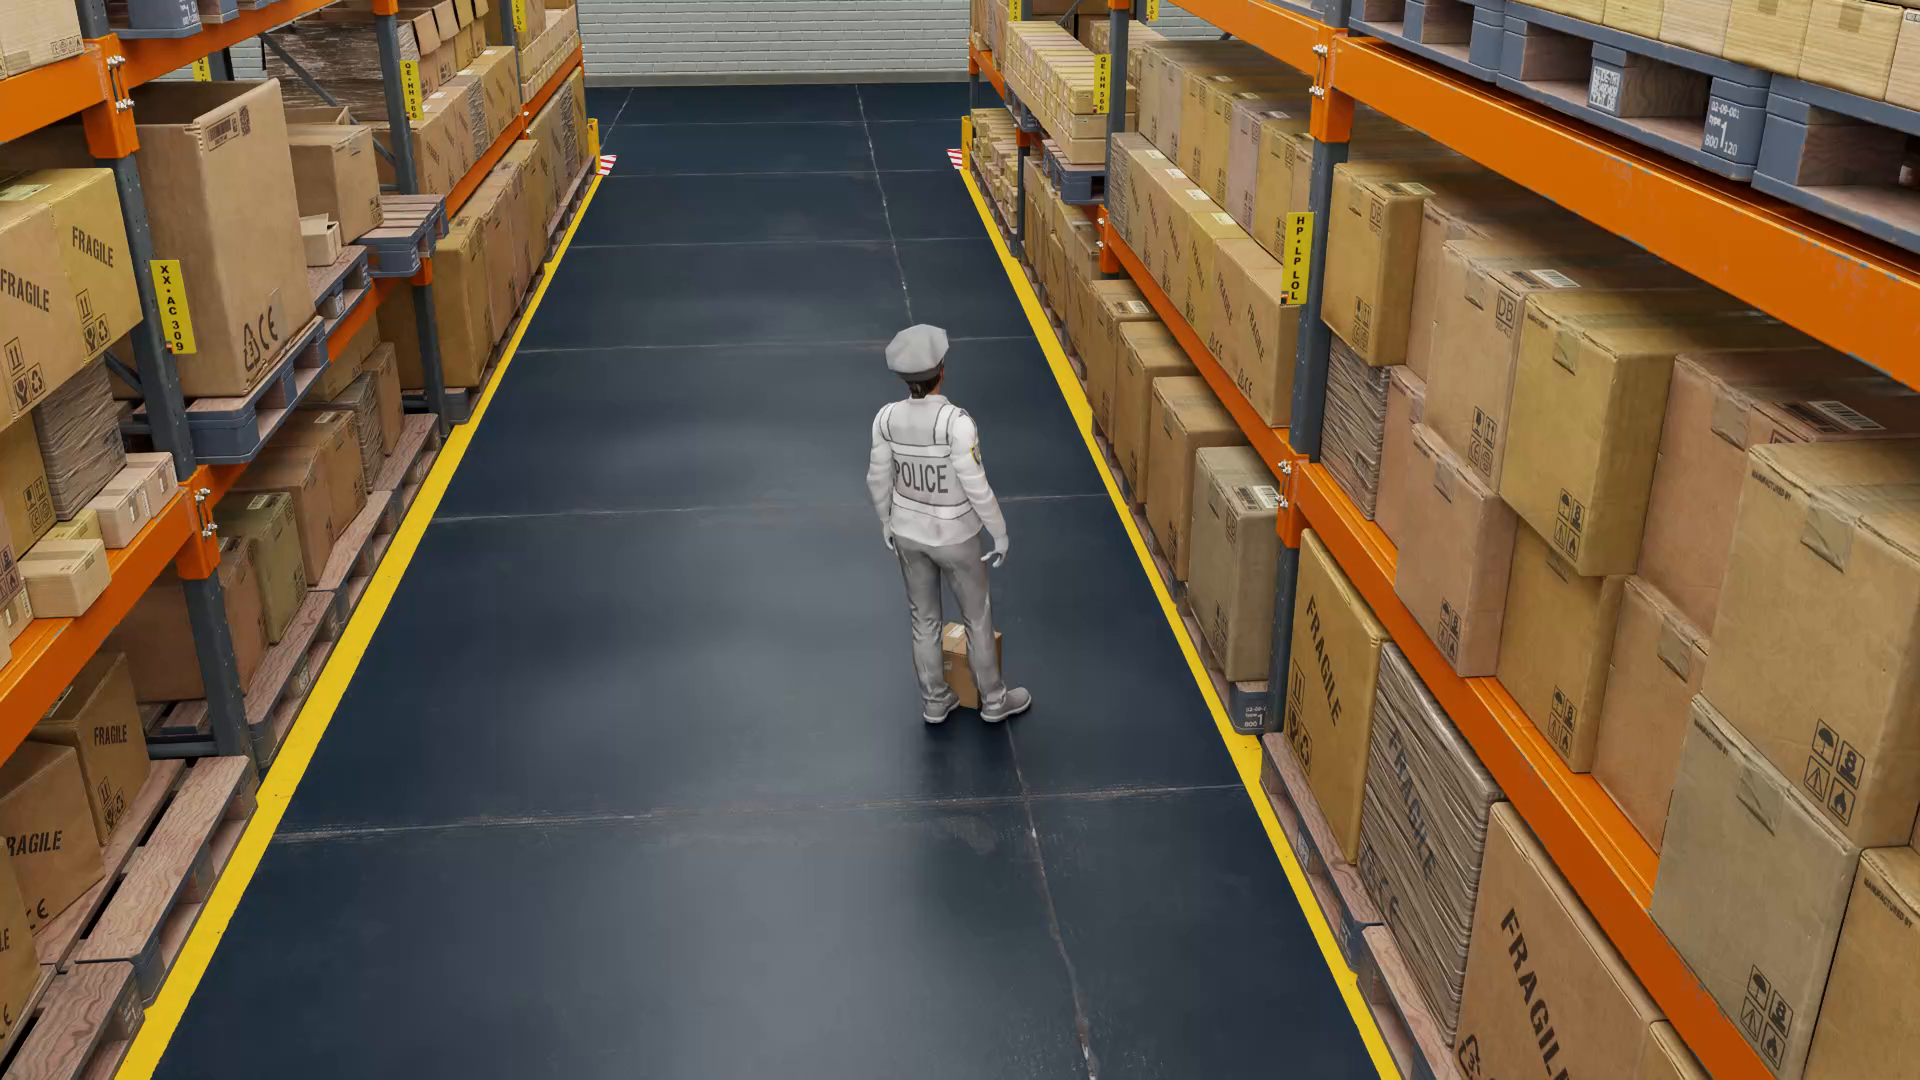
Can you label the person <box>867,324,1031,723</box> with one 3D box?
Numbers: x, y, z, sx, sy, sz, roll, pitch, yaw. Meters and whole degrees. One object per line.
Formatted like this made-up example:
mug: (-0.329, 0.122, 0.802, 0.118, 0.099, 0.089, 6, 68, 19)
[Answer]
person: (-0.056, -0.052, 6.654, 0.587, 1.694, 0.530, 12, 27, 25)
